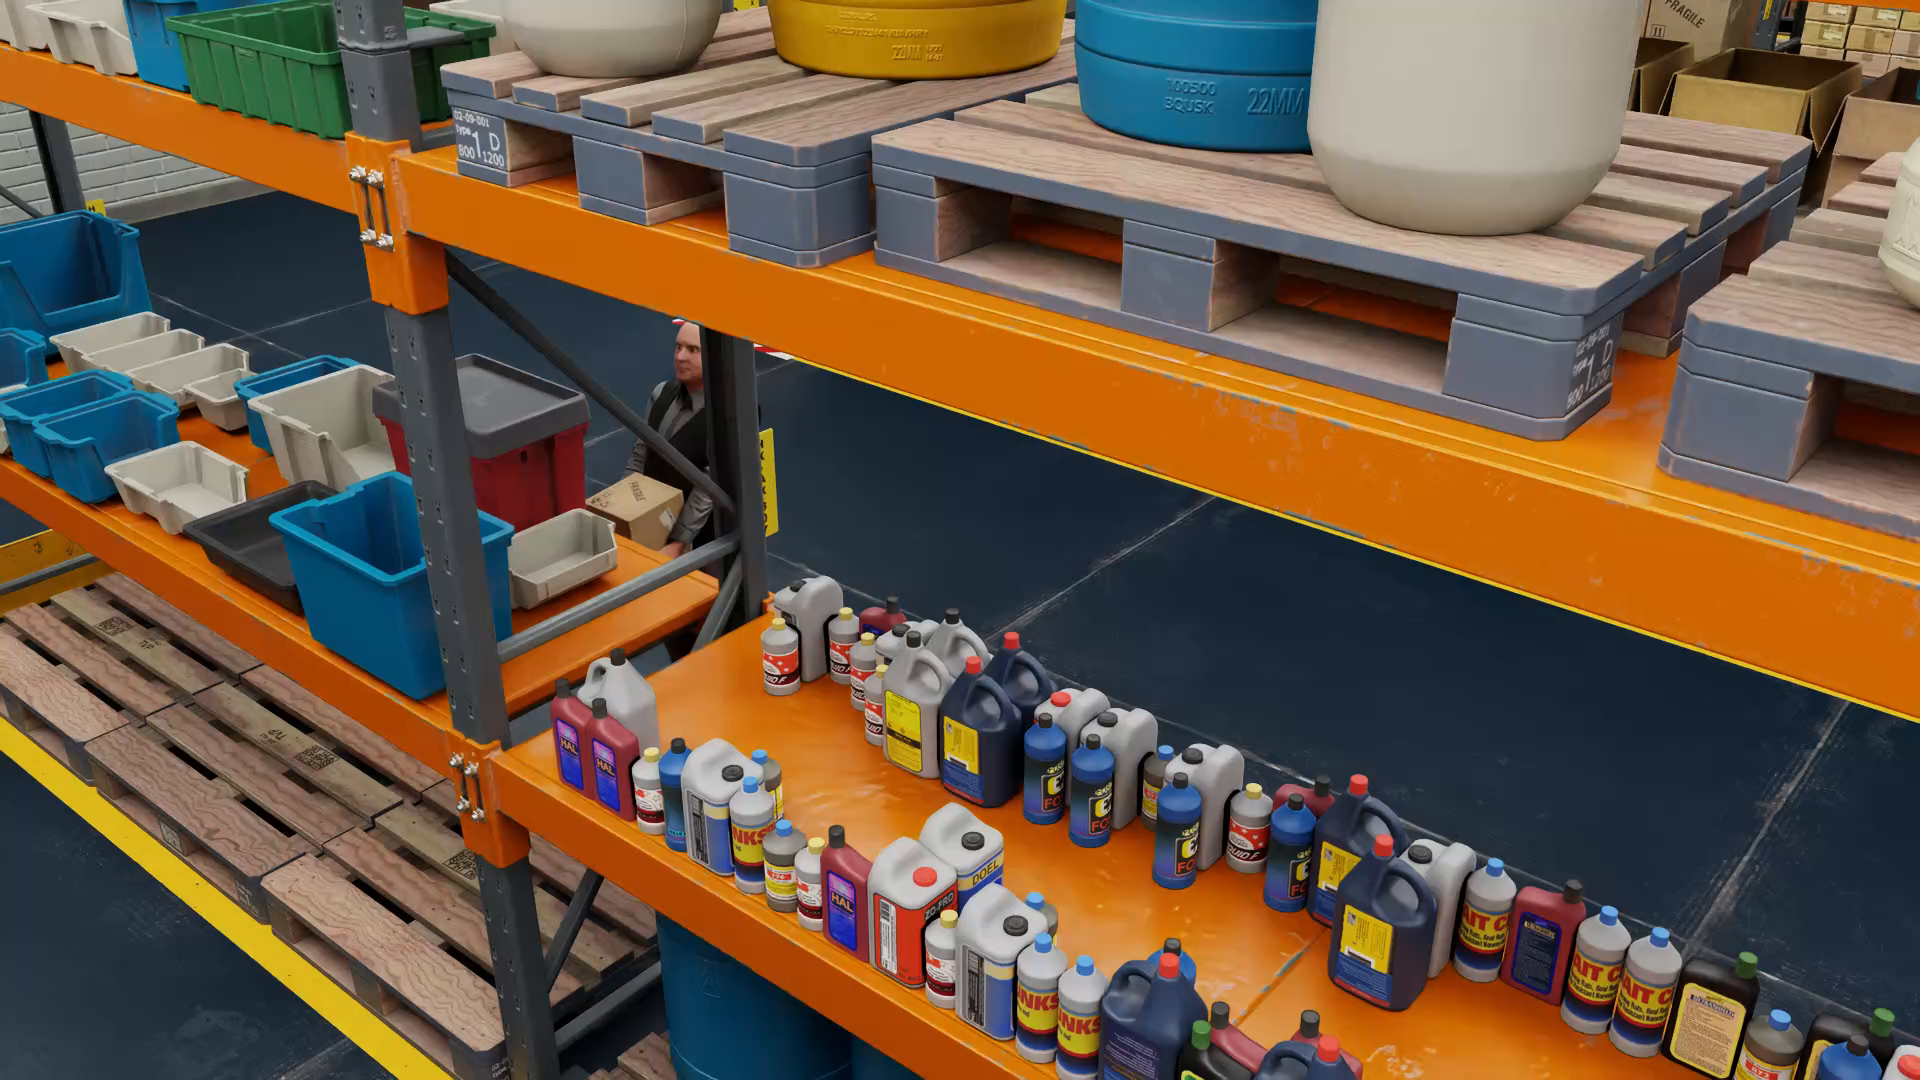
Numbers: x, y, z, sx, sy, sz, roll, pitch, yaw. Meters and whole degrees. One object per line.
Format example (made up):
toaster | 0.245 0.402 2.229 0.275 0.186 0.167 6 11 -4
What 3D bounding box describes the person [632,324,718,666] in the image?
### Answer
person | -0.944 0.004 6.135 0.593 1.722 0.420 19 33 32
